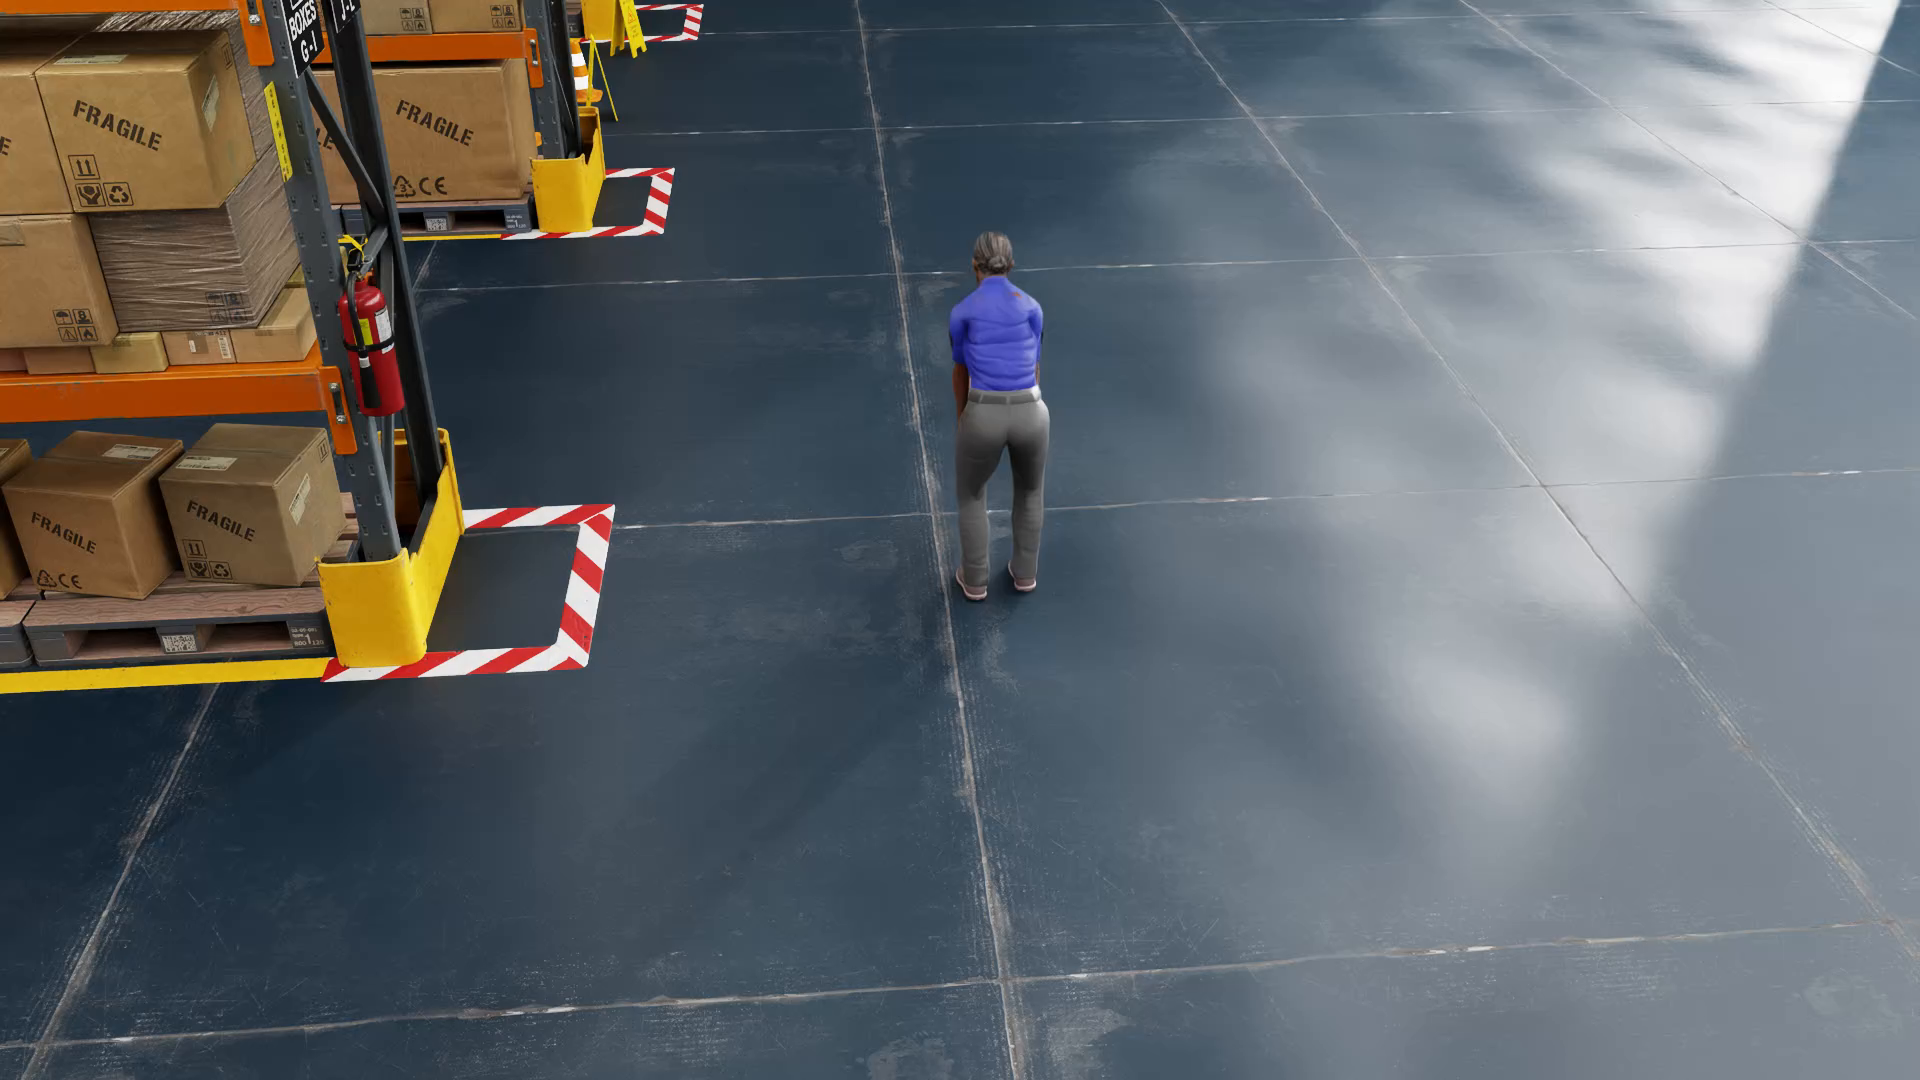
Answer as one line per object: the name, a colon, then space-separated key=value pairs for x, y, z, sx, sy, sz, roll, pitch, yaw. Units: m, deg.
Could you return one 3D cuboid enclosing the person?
person: x=0.161 y=-0.504 z=7.088 sx=0.406 sy=1.543 sz=0.595 roll=-3 pitch=31 yaw=-5
